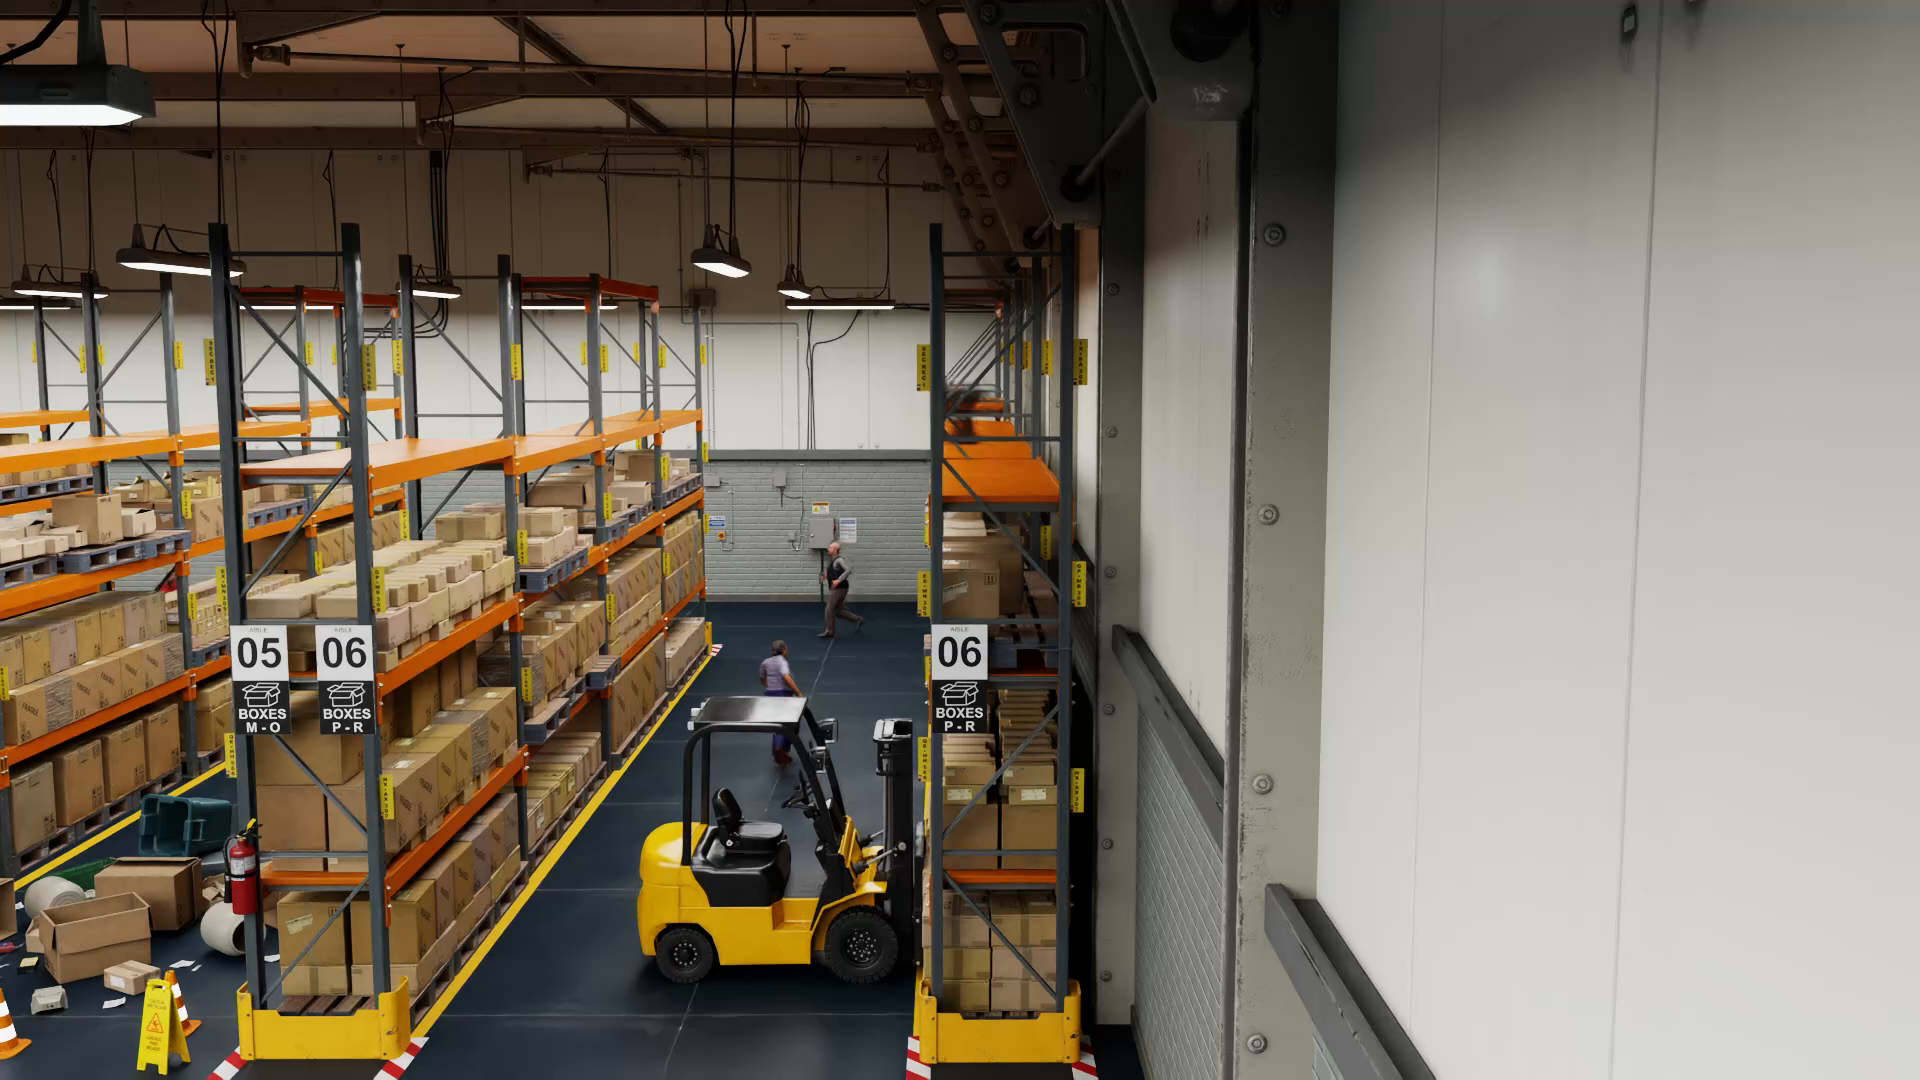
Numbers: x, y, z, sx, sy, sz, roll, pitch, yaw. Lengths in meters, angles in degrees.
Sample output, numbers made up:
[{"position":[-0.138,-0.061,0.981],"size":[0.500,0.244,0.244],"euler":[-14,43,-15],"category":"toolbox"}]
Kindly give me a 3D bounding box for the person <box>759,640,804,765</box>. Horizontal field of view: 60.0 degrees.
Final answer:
[{"position":[-2.231,2.034,20.496],"size":[0.716,1.583,0.590],"euler":[3,7,26],"category":"person"}]

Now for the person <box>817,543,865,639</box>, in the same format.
[{"position":[-2.137,0.890,29.587],"size":[0.888,1.682,0.697],"euler":[-2,7,-16],"category":"person"}]

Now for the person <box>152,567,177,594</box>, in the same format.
[{"position":[-12.383,1.300,26.057],"size":[0.738,1.764,0.781],"euler":[1,7,8],"category":"person"}]
